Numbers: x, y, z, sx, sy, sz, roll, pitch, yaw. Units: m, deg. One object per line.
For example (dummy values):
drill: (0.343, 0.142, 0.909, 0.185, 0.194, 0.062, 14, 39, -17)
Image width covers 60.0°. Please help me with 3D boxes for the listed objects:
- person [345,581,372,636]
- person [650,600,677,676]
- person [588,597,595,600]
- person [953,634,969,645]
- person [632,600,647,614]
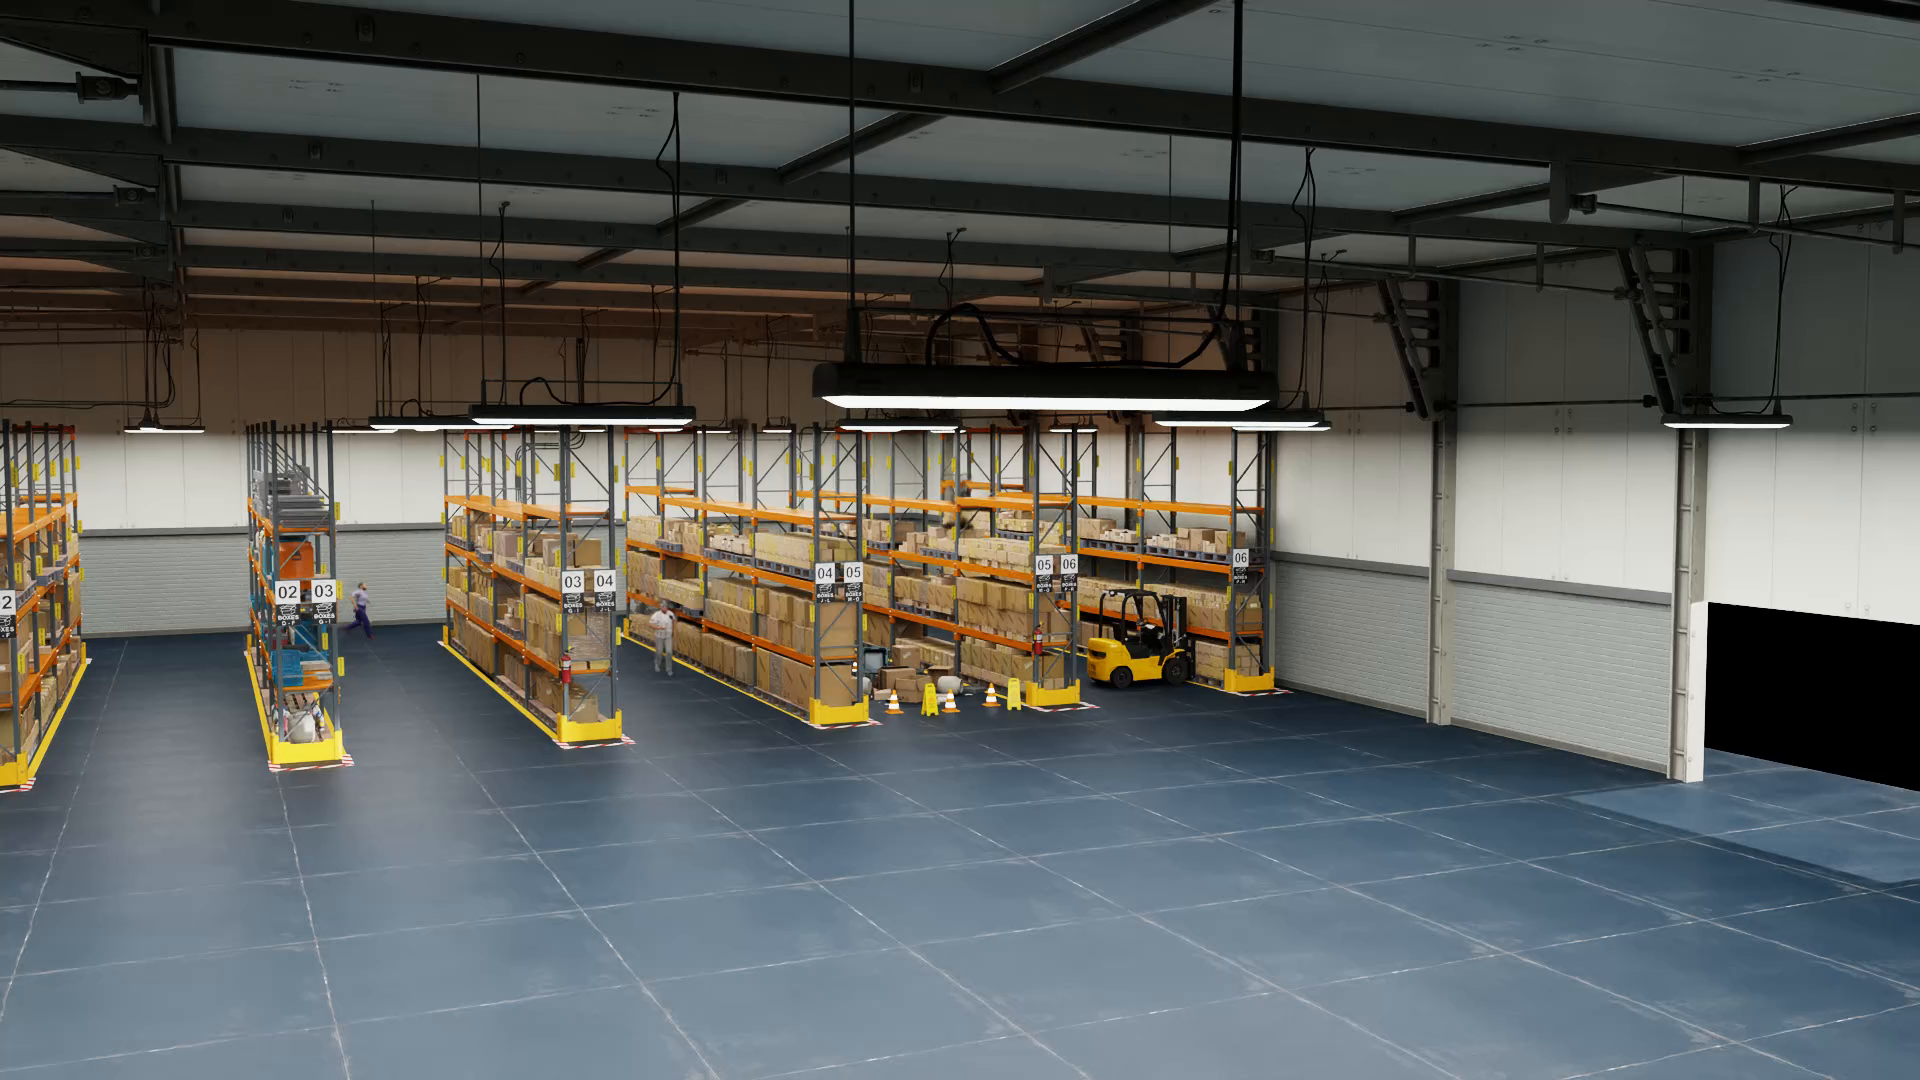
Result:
person: (-16.967, 1.951, 46.843, 0.786, 1.526, 0.628, 0, 4, -3)
person: (-7.124, 2.355, 39.950, 0.679, 1.844, 0.825, -2, 4, -25)
person: (-10.024, 2.012, 45.805, 0.638, 1.700, 0.608, -1, 4, -12)
person: (0.074, 2.192, 42.984, 0.651, 1.675, 0.586, -2, 4, -30)
person: (-9.322, 1.865, 48.822, 0.705, 1.664, 0.620, -1, 4, -19)
